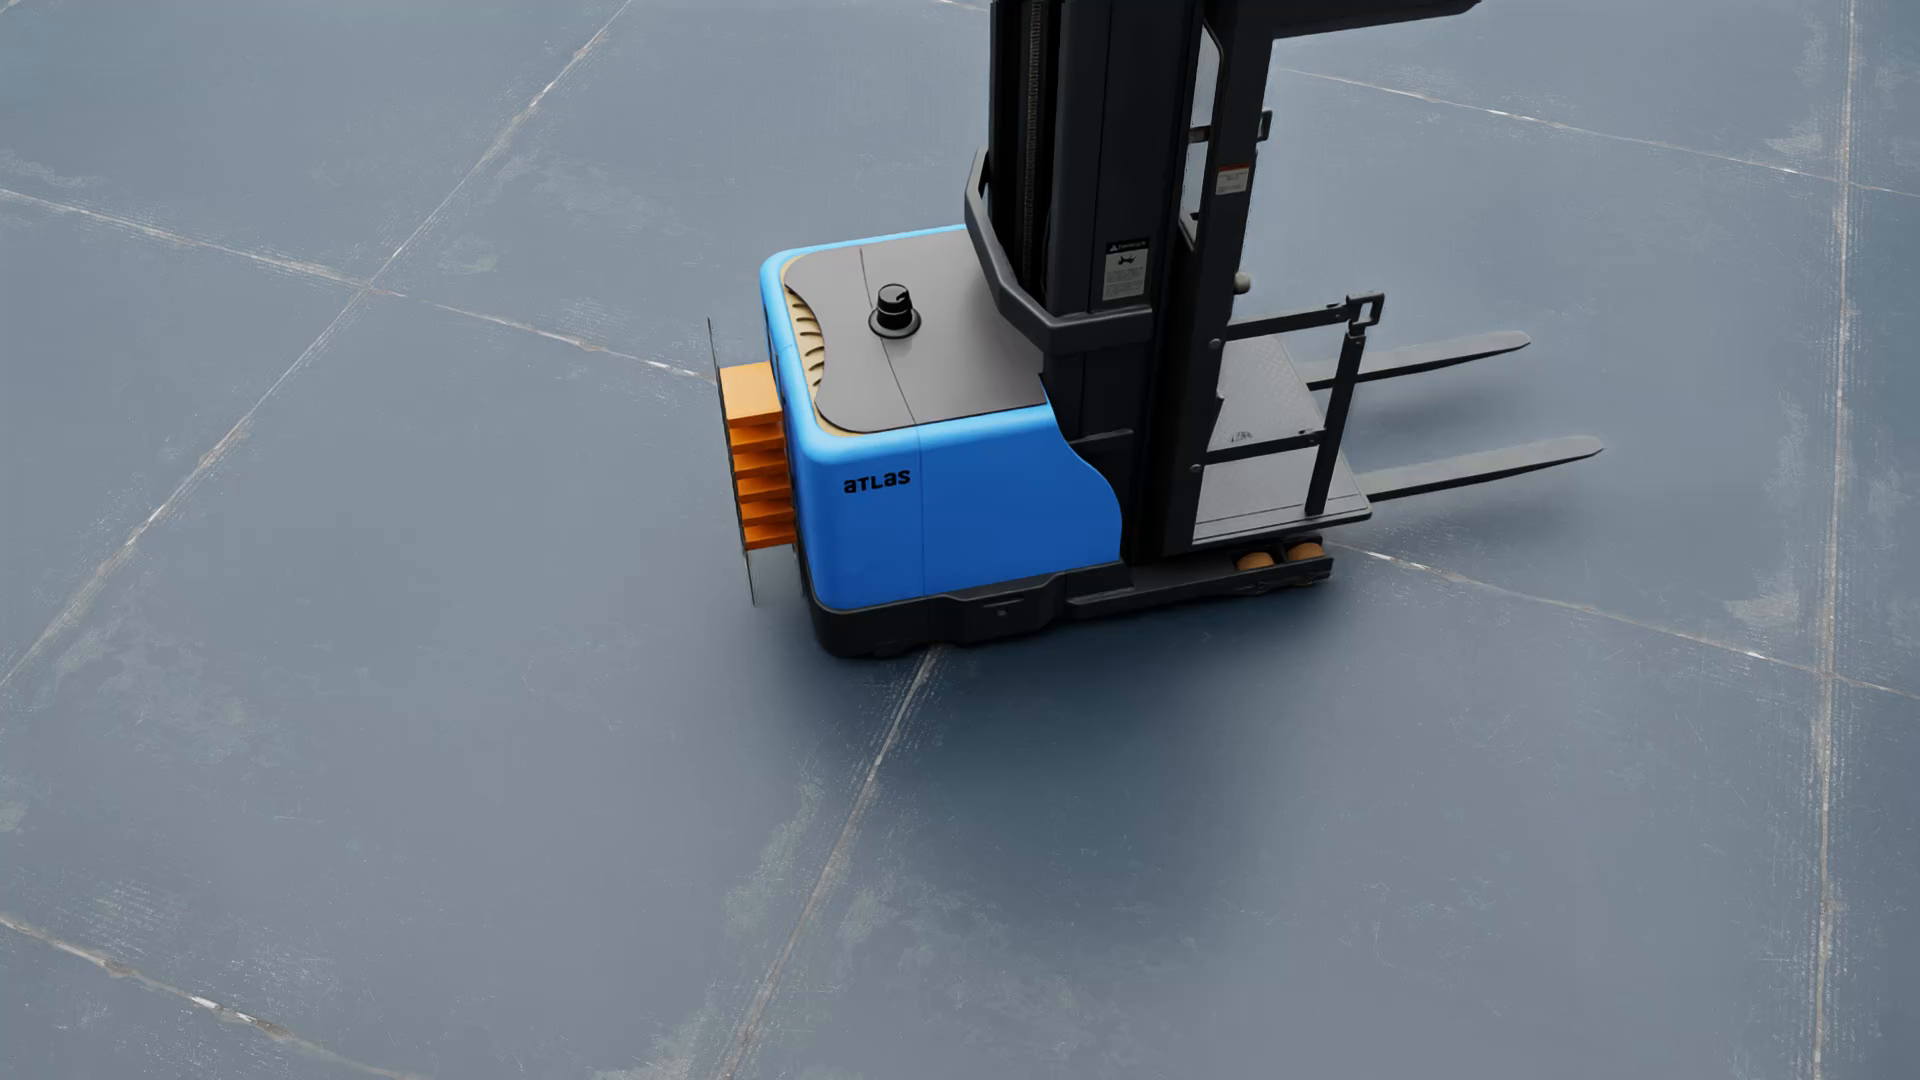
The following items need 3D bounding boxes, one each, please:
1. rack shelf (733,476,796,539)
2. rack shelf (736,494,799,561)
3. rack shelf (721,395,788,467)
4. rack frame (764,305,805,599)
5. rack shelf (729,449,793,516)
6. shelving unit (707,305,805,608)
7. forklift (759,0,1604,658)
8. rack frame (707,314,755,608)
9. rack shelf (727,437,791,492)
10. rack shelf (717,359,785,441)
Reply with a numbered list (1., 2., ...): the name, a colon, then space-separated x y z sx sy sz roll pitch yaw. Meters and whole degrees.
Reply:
1. rack shelf: -0.685 -0.144 5.799 0.180 0.103 0.258 -10 50 -9
2. rack shelf: -0.685 -0.066 5.889 0.180 0.103 0.258 -10 50 -9
3. rack shelf: -0.685 -0.380 5.527 0.180 0.103 0.258 -10 50 -9
4. rack frame: -0.596 -0.268 5.688 0.006 1.200 0.240 -10 50 -9
5. rack shelf: -0.685 -0.223 5.708 0.180 0.103 0.258 -10 50 -9
6. shelving unit: -0.685 -0.252 5.674 0.189 1.200 0.258 -10 50 -9
7. forklift: 0.874 -1.140 5.298 3.031 2.935 1.130 -10 50 -9
8. rack frame: -0.774 -0.236 5.661 0.006 1.200 0.240 -10 50 -9
9. rack shelf: -0.685 -0.302 5.617 0.180 0.103 0.258 -10 50 -9
10. rack shelf: -0.685 -0.459 5.436 0.180 0.103 0.258 -10 50 -9
